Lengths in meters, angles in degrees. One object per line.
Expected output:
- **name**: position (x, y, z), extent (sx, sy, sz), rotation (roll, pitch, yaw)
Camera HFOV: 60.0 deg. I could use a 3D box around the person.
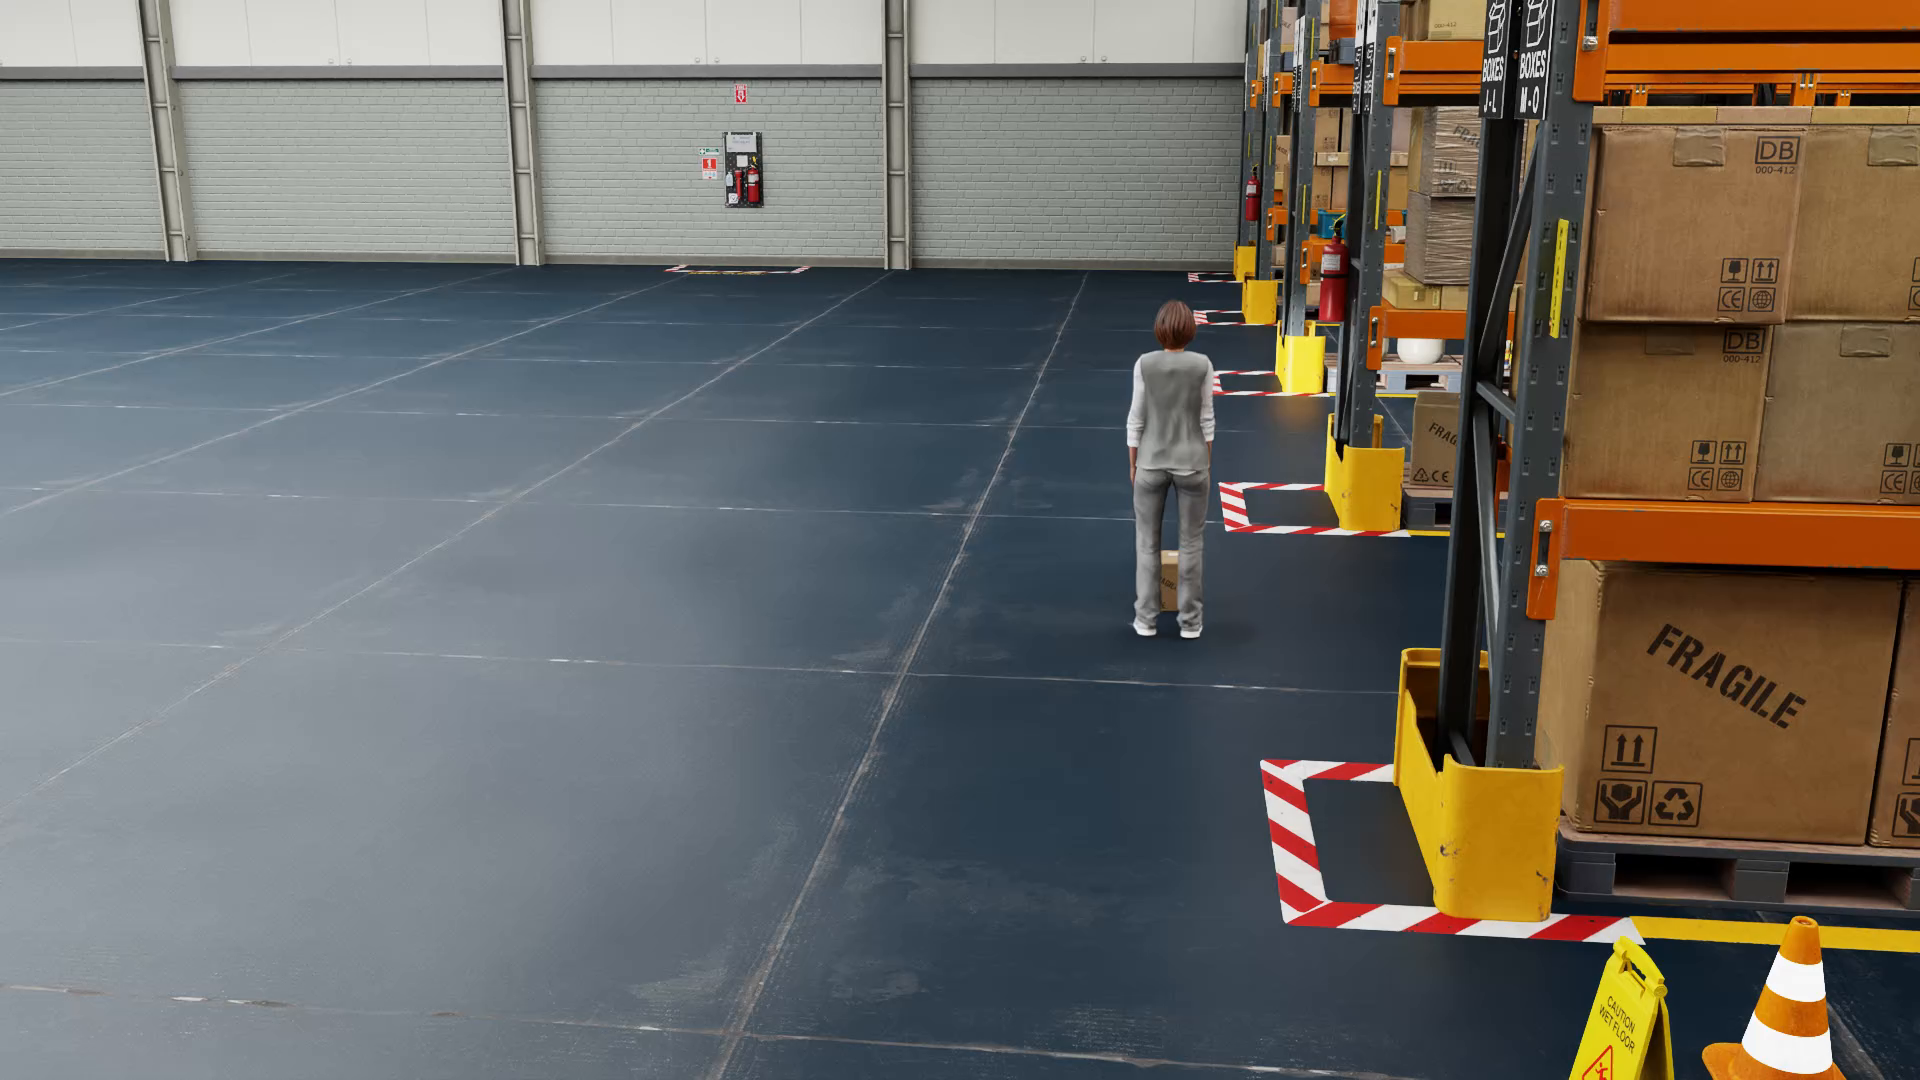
- **person**: position (0.980, -0.326, 7.792), extent (0.406, 1.596, 0.310), rotation (2, 15, 8)
